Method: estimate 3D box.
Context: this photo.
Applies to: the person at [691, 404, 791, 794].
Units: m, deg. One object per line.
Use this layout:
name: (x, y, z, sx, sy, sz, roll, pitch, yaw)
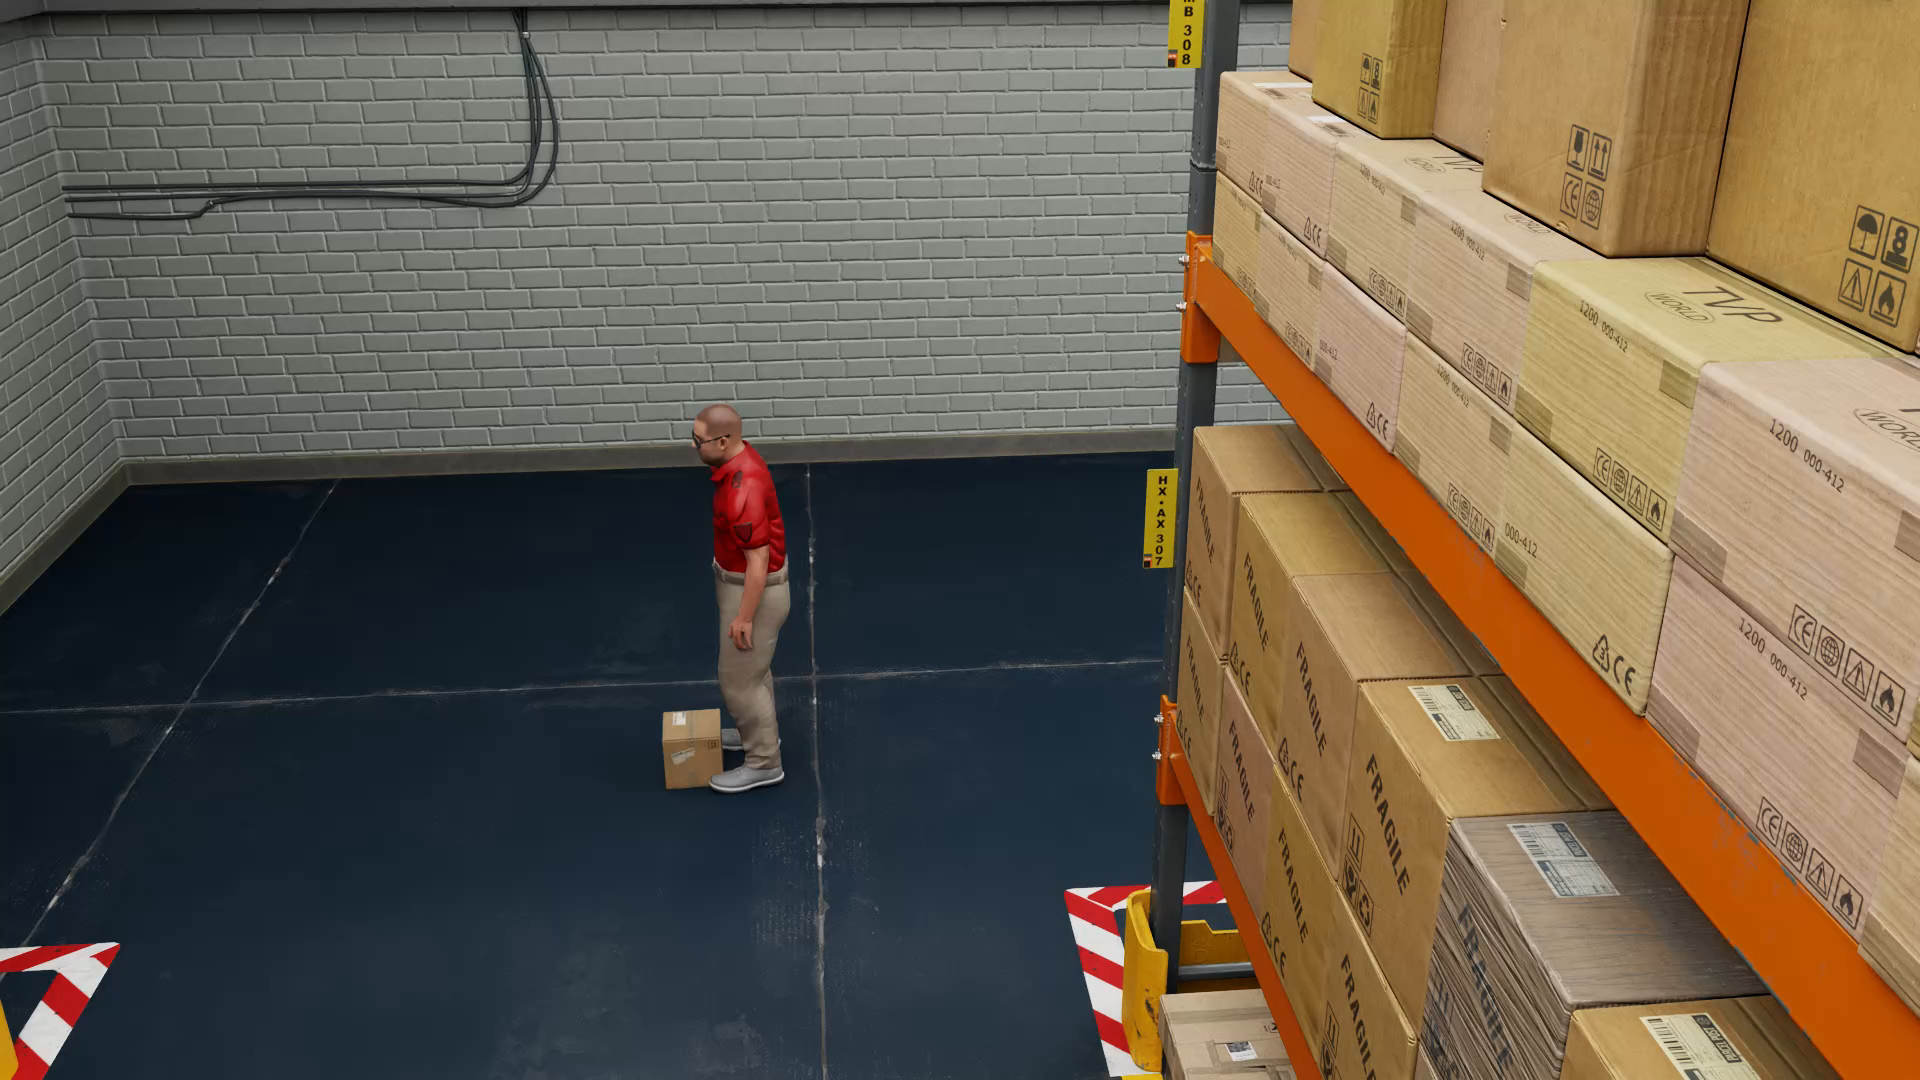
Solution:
person: (-0.924, 0.231, 7.088, 0.393, 1.725, 0.594, -3, 24, -8)
